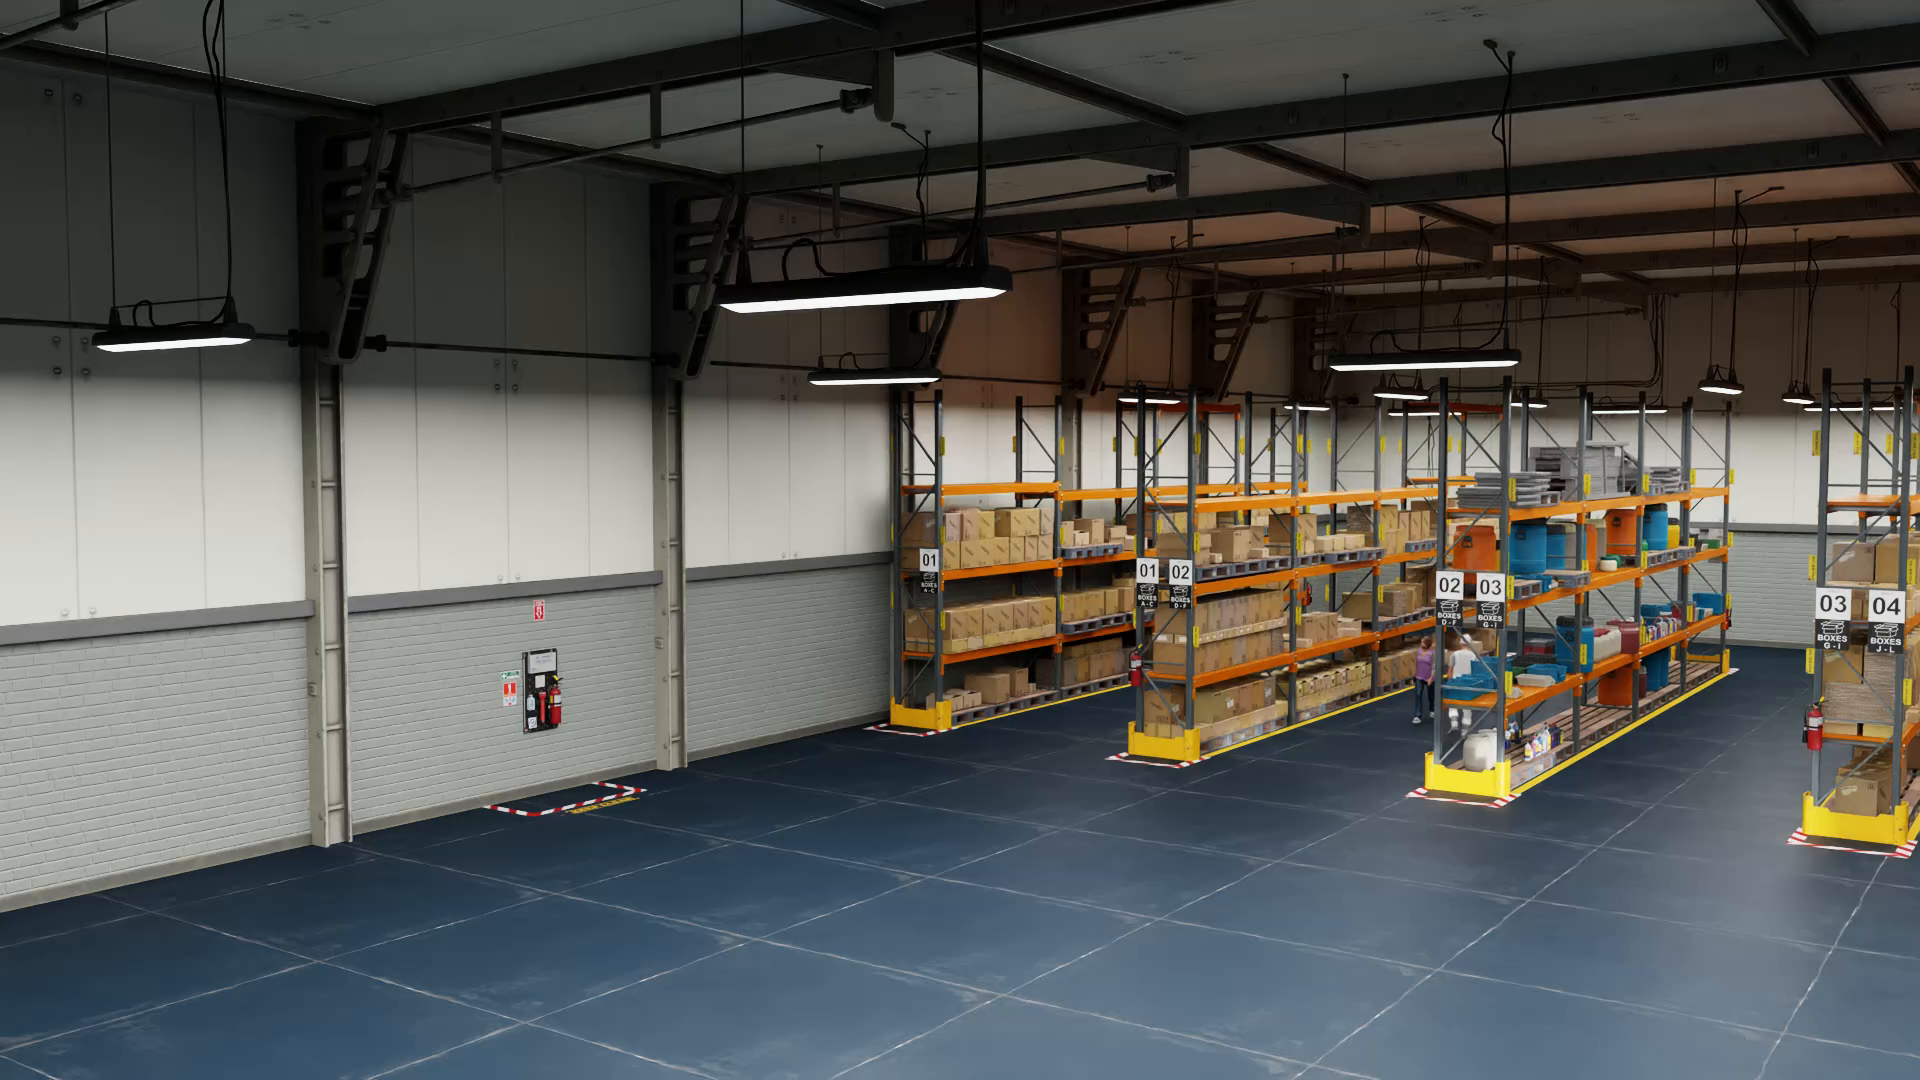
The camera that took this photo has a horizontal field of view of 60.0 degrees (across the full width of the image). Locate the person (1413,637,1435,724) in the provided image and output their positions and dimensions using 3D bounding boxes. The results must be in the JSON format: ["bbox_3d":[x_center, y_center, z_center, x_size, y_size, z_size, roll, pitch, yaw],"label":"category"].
[{"bbox_3d":[8.432,2.527,30.080,0.389,1.513,0.972,2,4,28],"label":"person"}]

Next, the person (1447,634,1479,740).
[{"bbox_3d":[8.593,2.513,28.375,0.593,1.791,0.493,1,3,11],"label":"person"}]
